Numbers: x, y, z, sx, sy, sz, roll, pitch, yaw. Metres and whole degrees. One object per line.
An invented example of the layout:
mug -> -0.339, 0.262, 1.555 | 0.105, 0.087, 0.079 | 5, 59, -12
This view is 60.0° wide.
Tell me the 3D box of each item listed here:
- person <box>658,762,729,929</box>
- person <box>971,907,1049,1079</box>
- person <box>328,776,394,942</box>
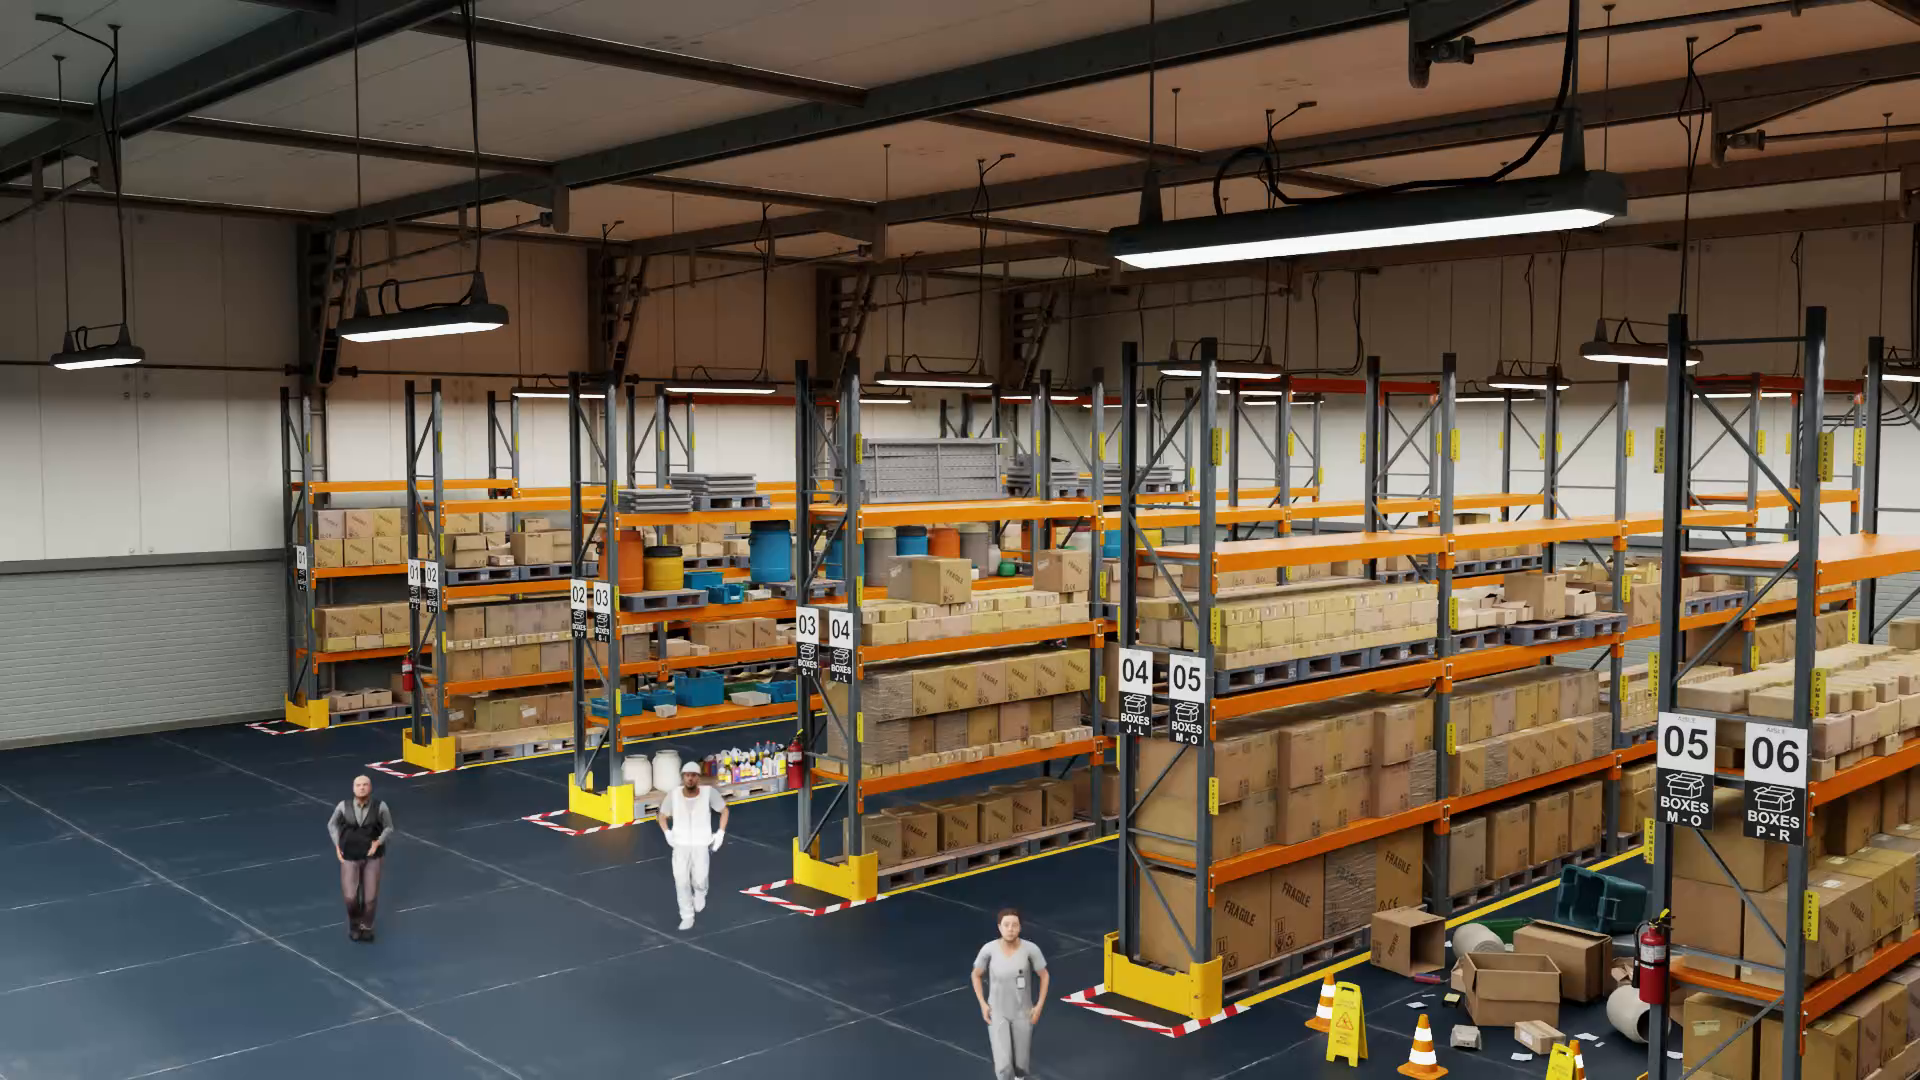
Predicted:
person -> -2.803, 3.187, 17.478 | 0.729, 1.740, 0.639 | 0, 4, -4
person -> 0.378, 3.564, 12.557 | 0.587, 1.655, 0.679 | 0, 4, 1
person -> -6.065, 3.244, 16.842 | 0.642, 1.706, 0.542 | -1, 4, -18
